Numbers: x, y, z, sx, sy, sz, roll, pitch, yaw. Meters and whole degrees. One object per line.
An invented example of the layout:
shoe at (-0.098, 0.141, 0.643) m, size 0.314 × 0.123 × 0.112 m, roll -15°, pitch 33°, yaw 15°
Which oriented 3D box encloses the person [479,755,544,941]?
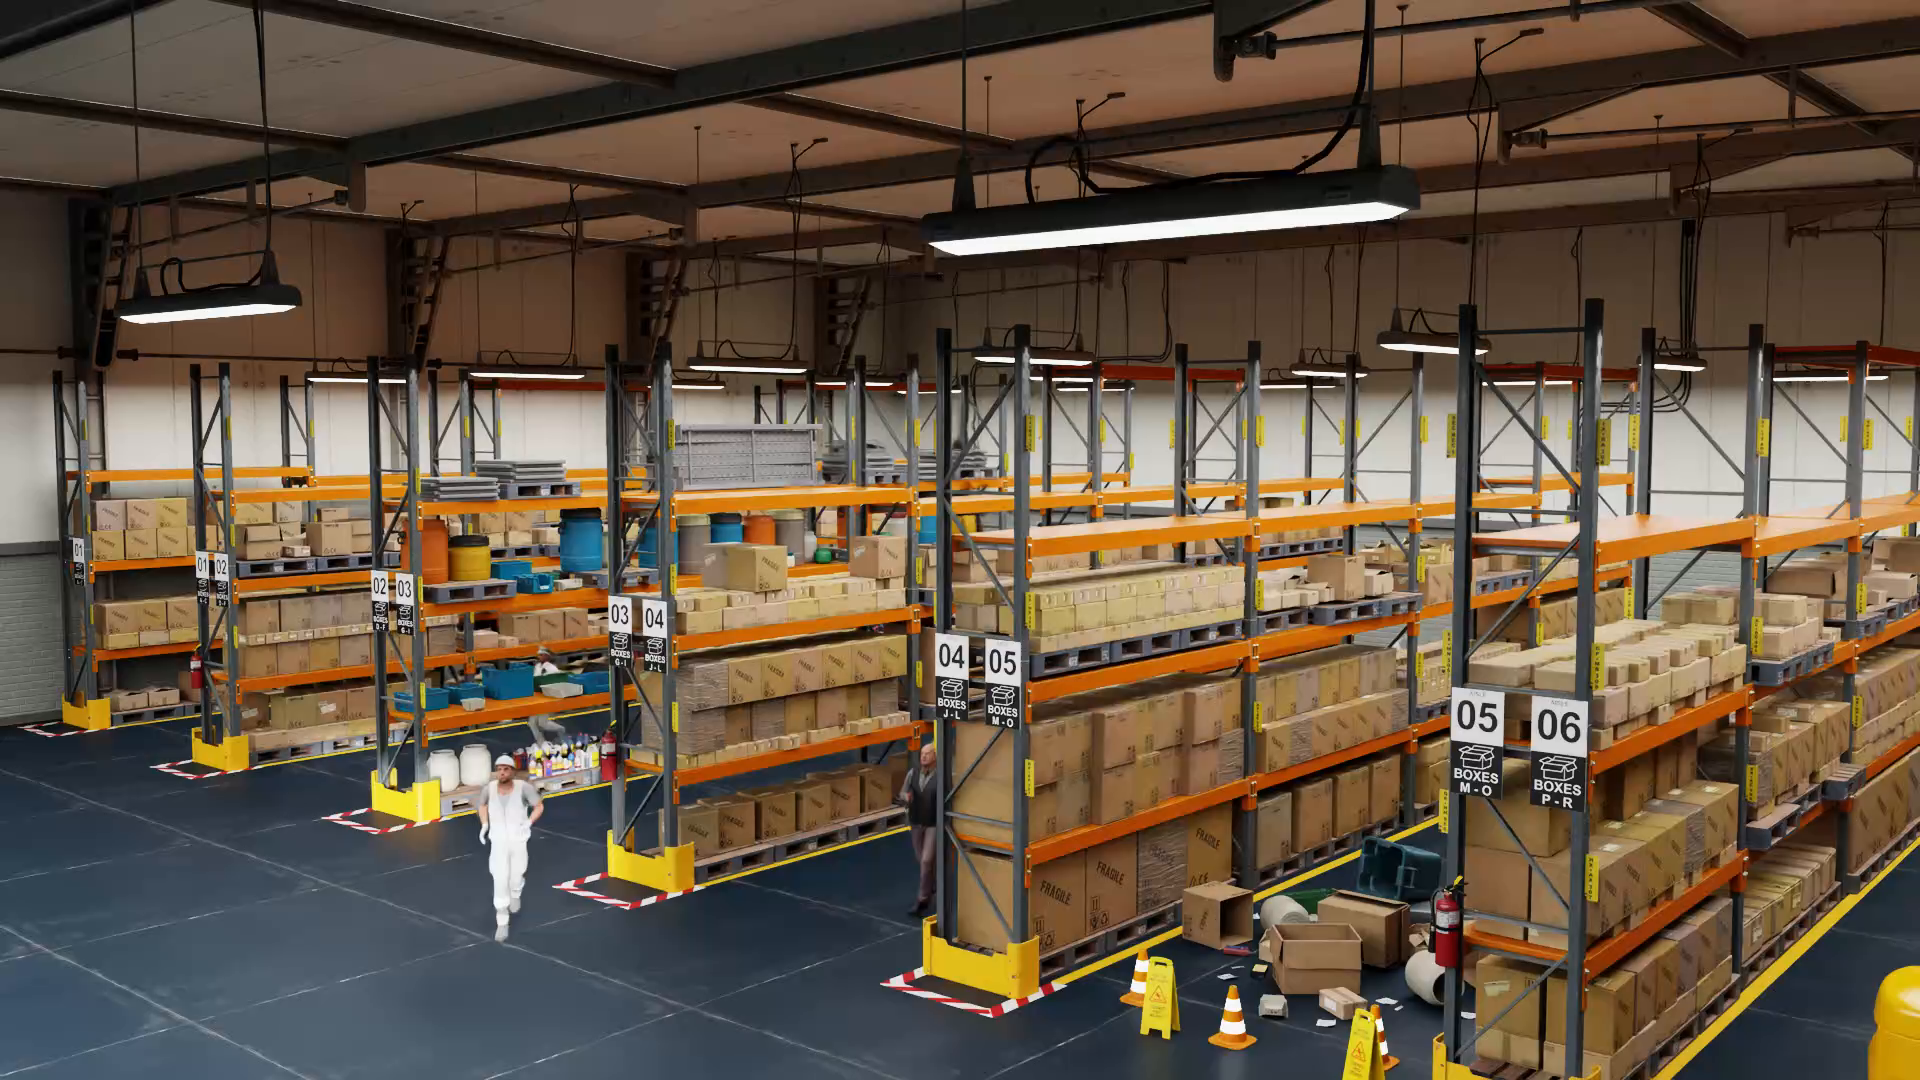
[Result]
person at (-4.552, 3.057, 16.880) m, size 0.656 × 1.813 × 0.859 m, roll -1°, pitch 4°, yaw -7°

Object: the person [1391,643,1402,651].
person at (6.747, 2.452, 25.730) m, size 0.582 × 1.735 × 0.693 m, roll -4°, pitch 6°, yaw -43°

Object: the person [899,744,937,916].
person at (-0.333, 3.011, 17.599) m, size 0.655 × 1.710 × 0.969 m, roll 2°, pitch 5°, yaw 29°

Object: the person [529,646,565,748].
person at (-6.491, 2.462, 25.996) m, size 0.574 × 1.649 × 0.586 m, roll 3°, pitch 5°, yaw 34°

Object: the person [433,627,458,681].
person at (-9.124, 2.116, 29.513) m, size 0.674 × 1.786 × 0.901 m, roll 4°, pitch 5°, yaw 41°
